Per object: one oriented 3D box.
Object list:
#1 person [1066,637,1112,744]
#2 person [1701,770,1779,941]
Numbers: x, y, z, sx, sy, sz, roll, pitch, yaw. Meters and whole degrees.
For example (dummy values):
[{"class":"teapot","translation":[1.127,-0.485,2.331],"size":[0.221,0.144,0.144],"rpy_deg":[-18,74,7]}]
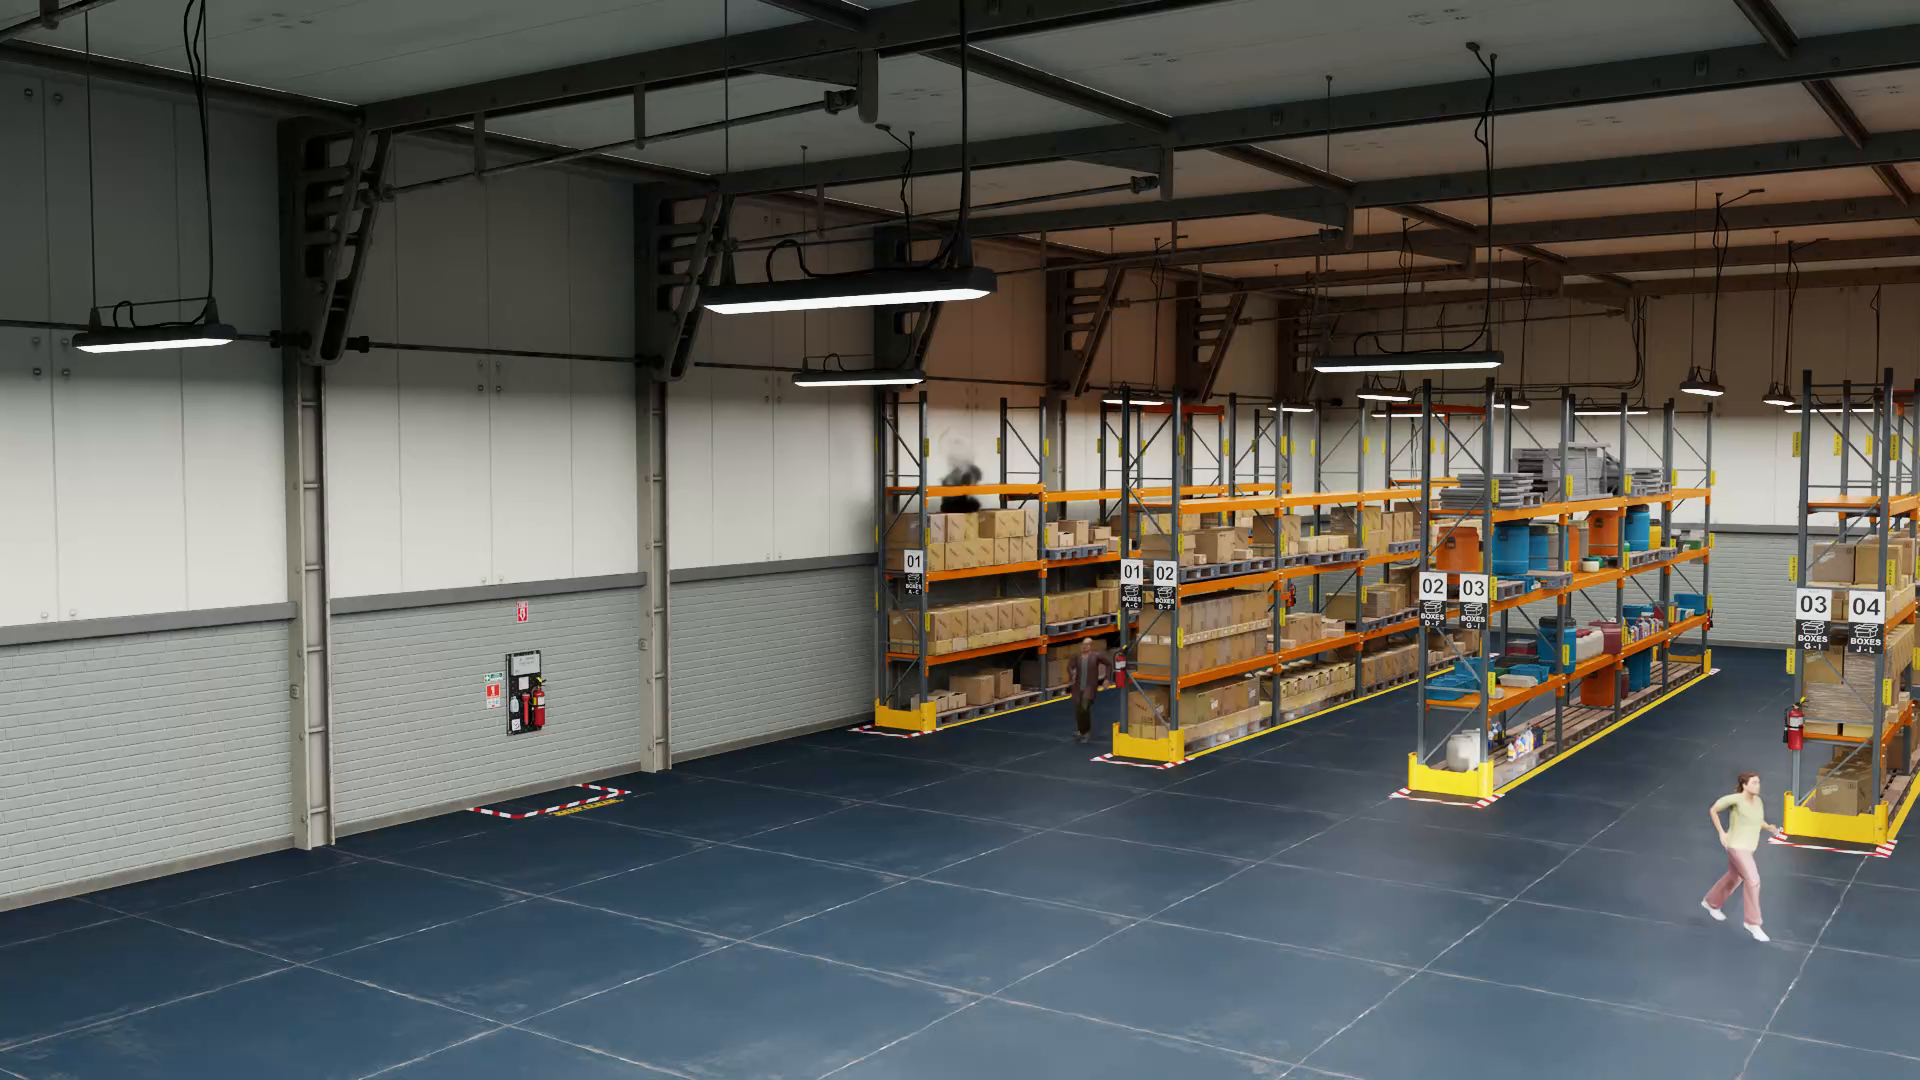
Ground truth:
[{"class":"person","translation":[2.170,2.563,28.302],"size":[0.748,1.824,0.796],"rpy_deg":[2,4,26]},{"class":"person","translation":[8.070,3.216,17.244],"size":[0.507,1.706,0.856],"rpy_deg":[-2,4,-31]}]
